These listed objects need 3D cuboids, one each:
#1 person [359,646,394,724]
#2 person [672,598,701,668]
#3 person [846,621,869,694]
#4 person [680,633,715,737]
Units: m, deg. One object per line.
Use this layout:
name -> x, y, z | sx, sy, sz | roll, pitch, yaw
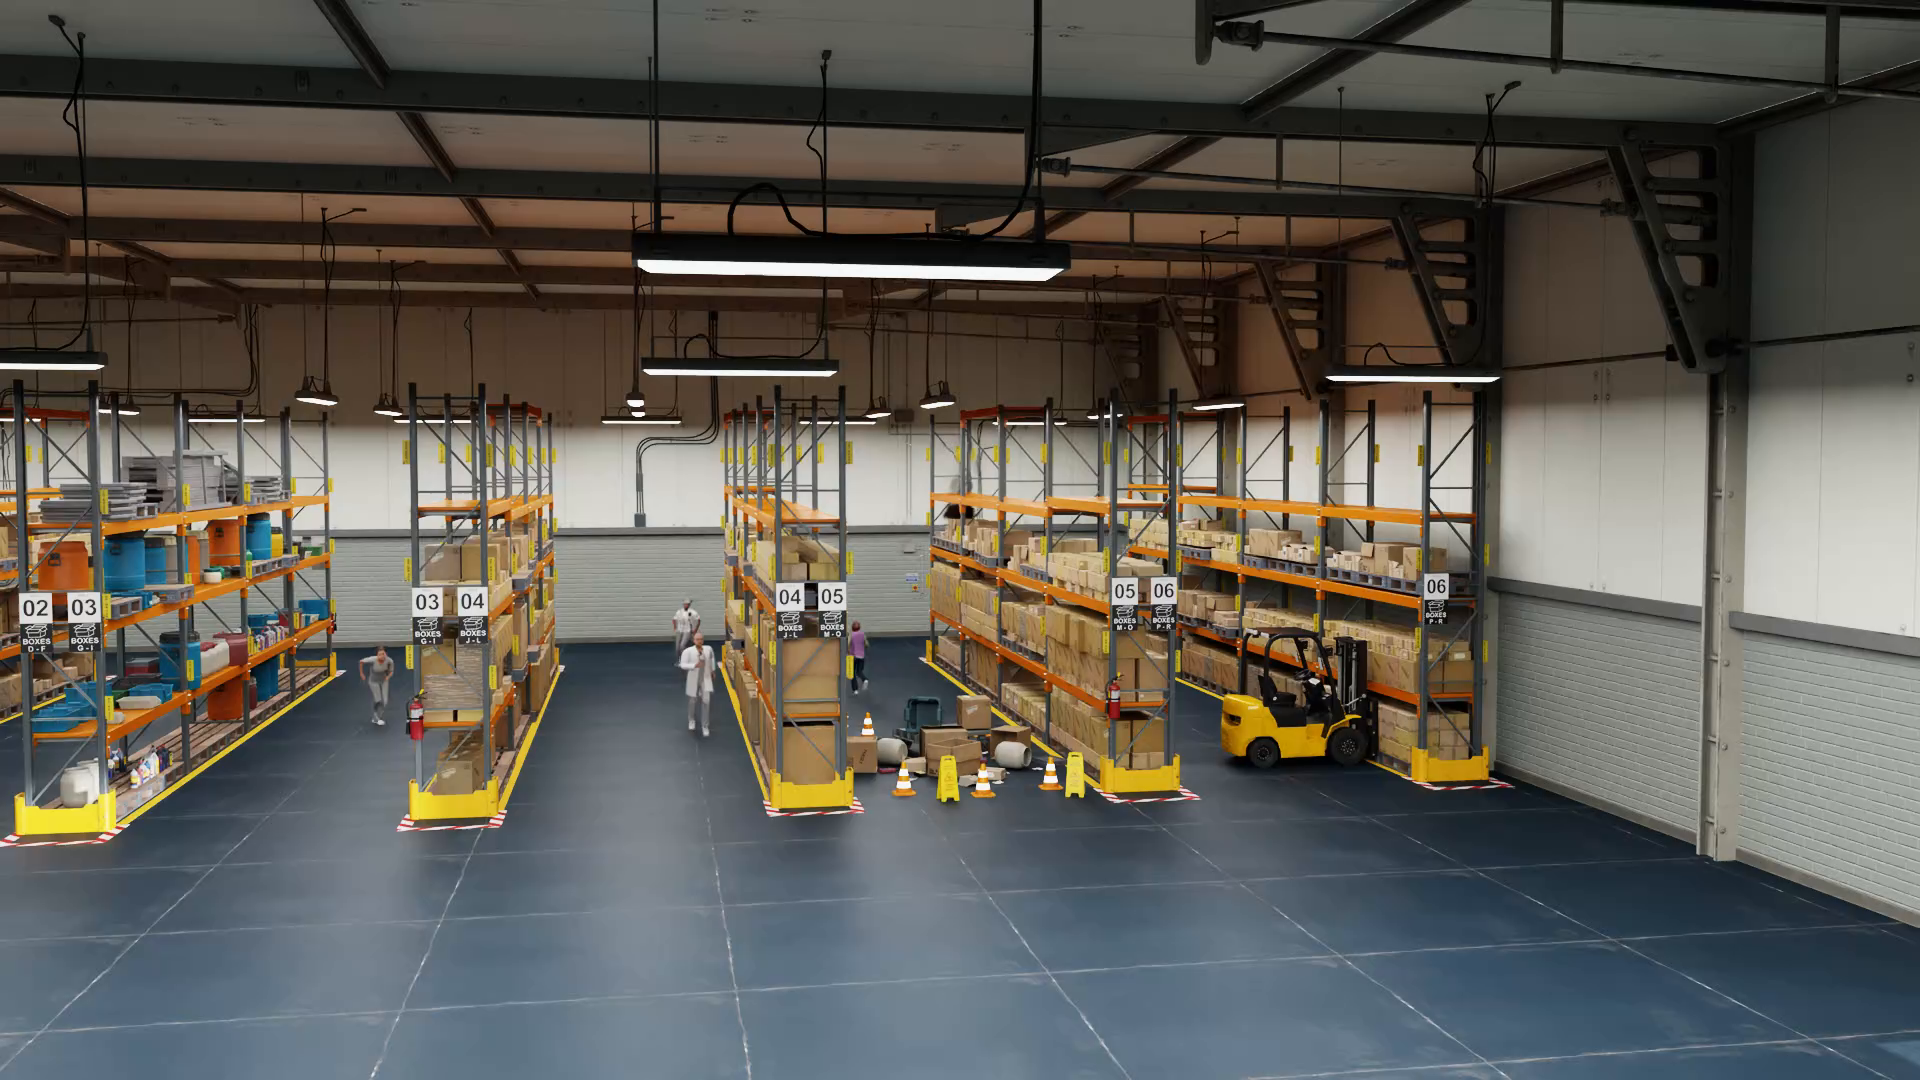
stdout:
person -> -10.787, 2.694, 30.766 | 0.590, 1.503, 0.817 | -2, 3, -31
person -> -6.485, 2.194, 39.243 | 0.639, 1.668, 0.627 | 1, 3, 11
person -> -2.131, 2.472, 34.646 | 0.526, 1.577, 0.758 | -1, 3, -22
person -> -4.710, 2.577, 29.923 | 0.680, 1.823, 0.935 | -1, 3, -20
